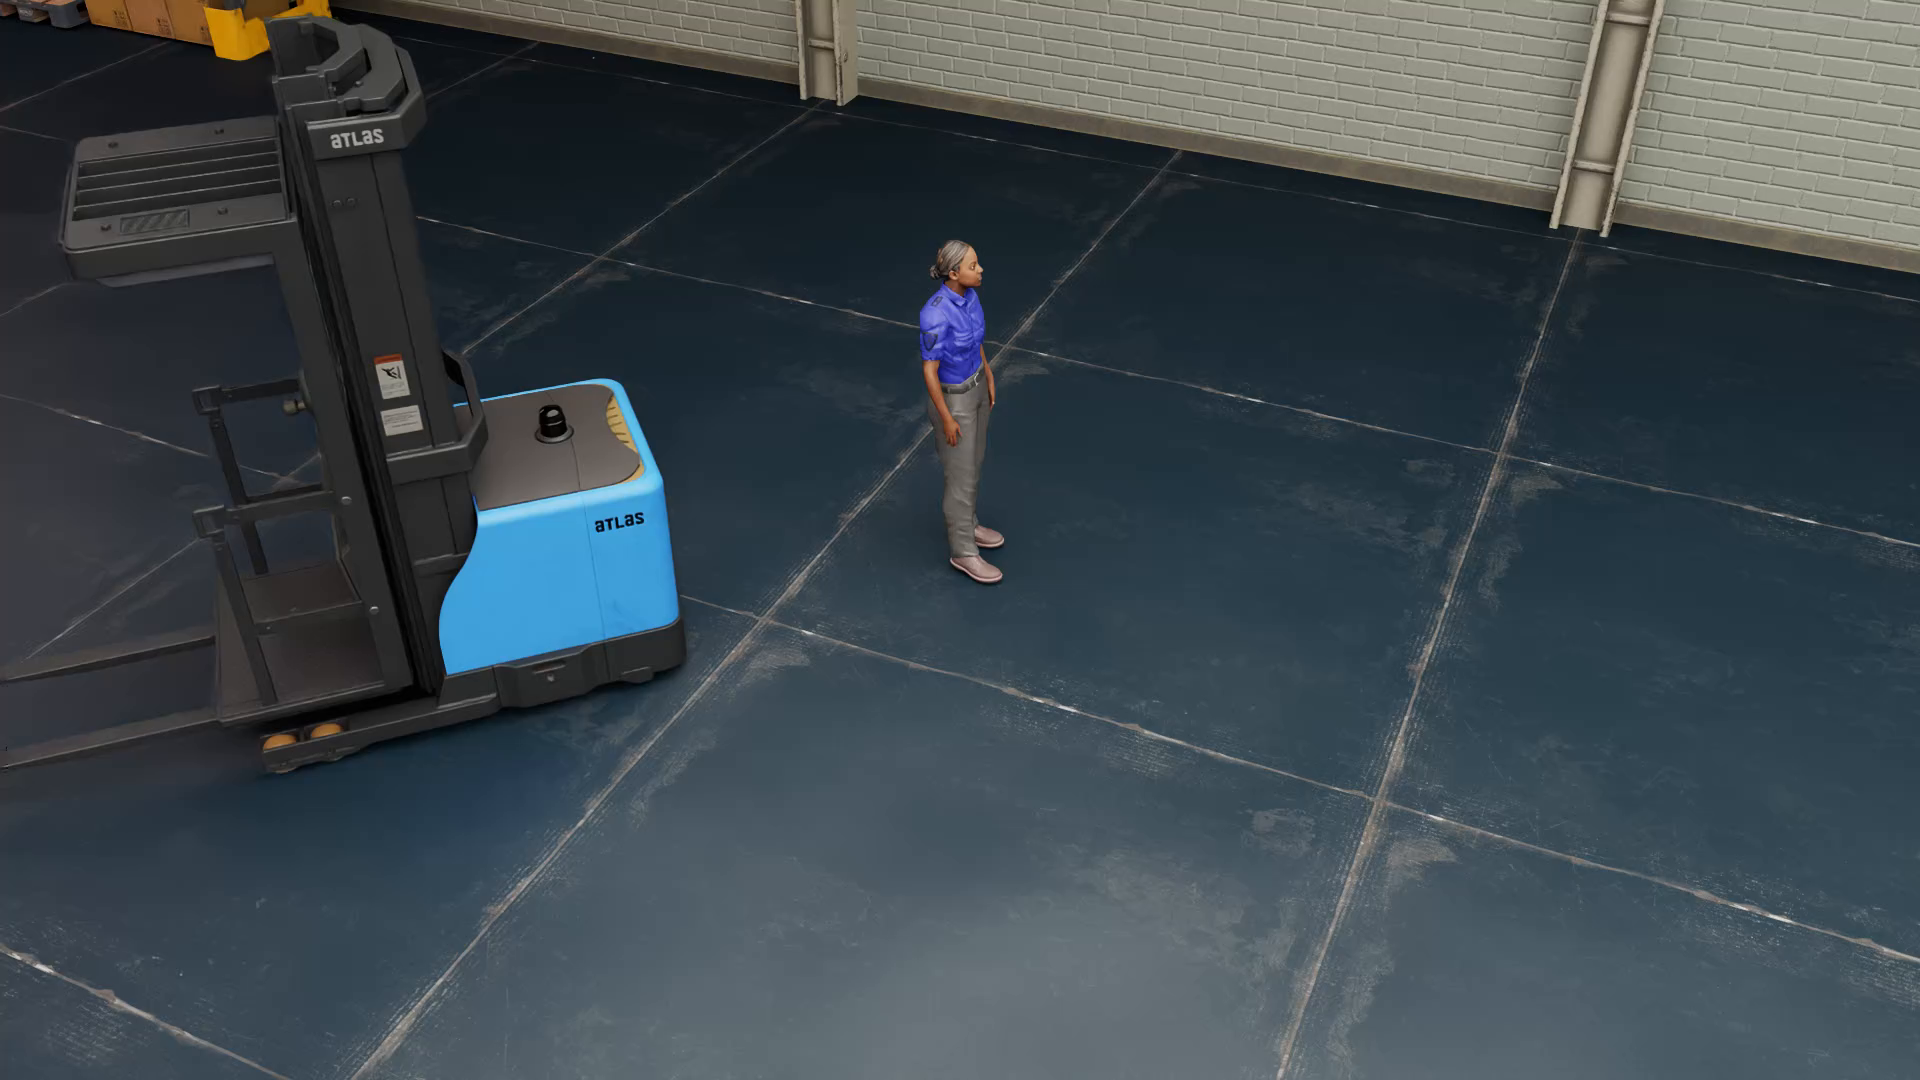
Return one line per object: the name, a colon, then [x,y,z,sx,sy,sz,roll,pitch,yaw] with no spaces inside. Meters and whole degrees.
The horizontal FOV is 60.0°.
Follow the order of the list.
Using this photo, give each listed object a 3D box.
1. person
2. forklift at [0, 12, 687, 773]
person: [0.071,-0.648,8.081,0.504,1.655,0.569,15,38,20]
forklift: [-2.842,-0.535,6.836,3.031,2.935,1.130,-12,37,-17]
